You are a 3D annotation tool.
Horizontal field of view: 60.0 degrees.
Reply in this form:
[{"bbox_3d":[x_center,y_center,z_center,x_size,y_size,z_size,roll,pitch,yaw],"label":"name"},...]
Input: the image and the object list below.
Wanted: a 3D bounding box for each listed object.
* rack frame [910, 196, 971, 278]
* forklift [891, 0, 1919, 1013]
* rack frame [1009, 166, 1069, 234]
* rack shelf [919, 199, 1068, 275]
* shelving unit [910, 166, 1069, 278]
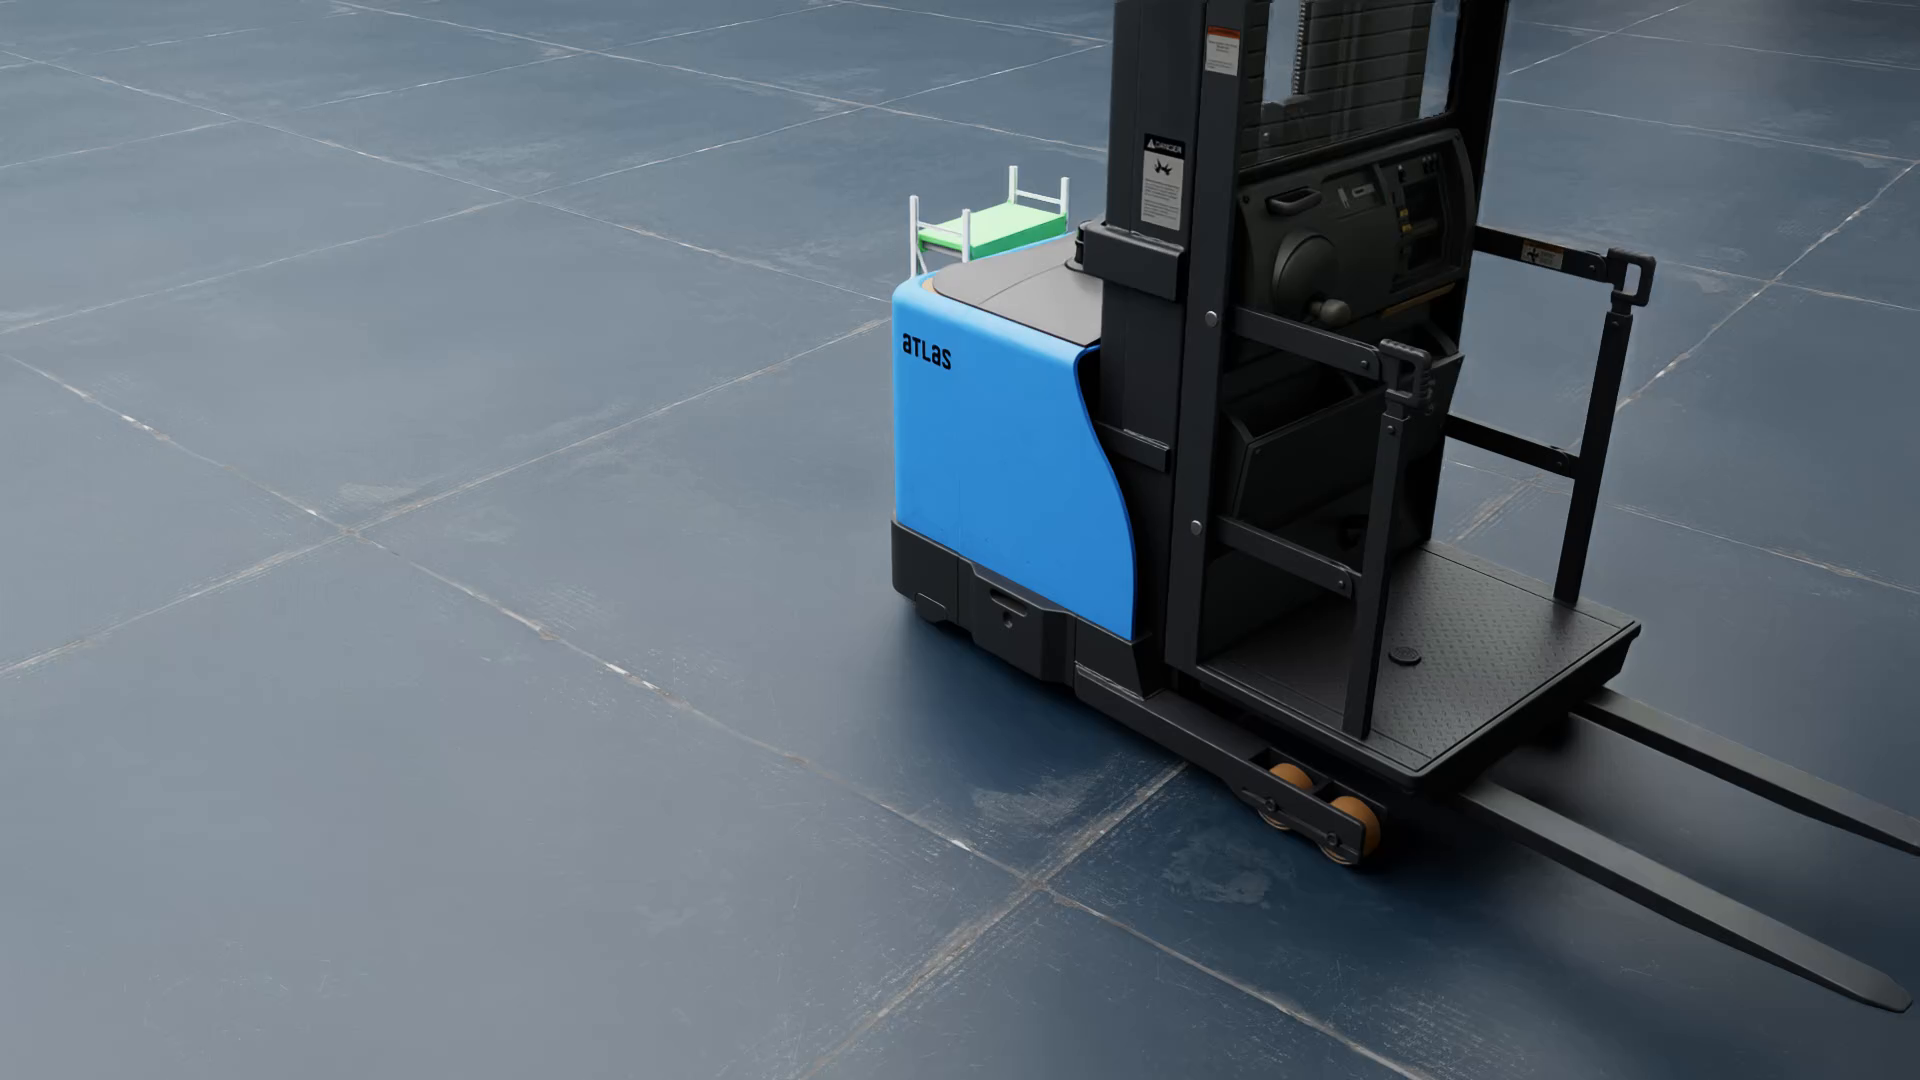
[{"bbox_3d":[-0.062,-0.511,5.433,0.240,1.200,0.015,22,35,36],"label":"rack frame"},{"bbox_3d":[1.149,-0.754,4.018,1.130,2.935,3.031,-23,35,-37],"label":"forklift"},{"bbox_3d":[0.261,-0.679,5.758,0.240,1.200,0.015,22,35,36],"label":"rack frame"},{"bbox_3d":[0.100,-0.965,5.404,0.258,0.148,0.480,22,35,36],"label":"rack shelf"},{"bbox_3d":[0.100,-0.595,5.595,0.258,1.200,0.503,22,35,36],"label":"shelving unit"}]
